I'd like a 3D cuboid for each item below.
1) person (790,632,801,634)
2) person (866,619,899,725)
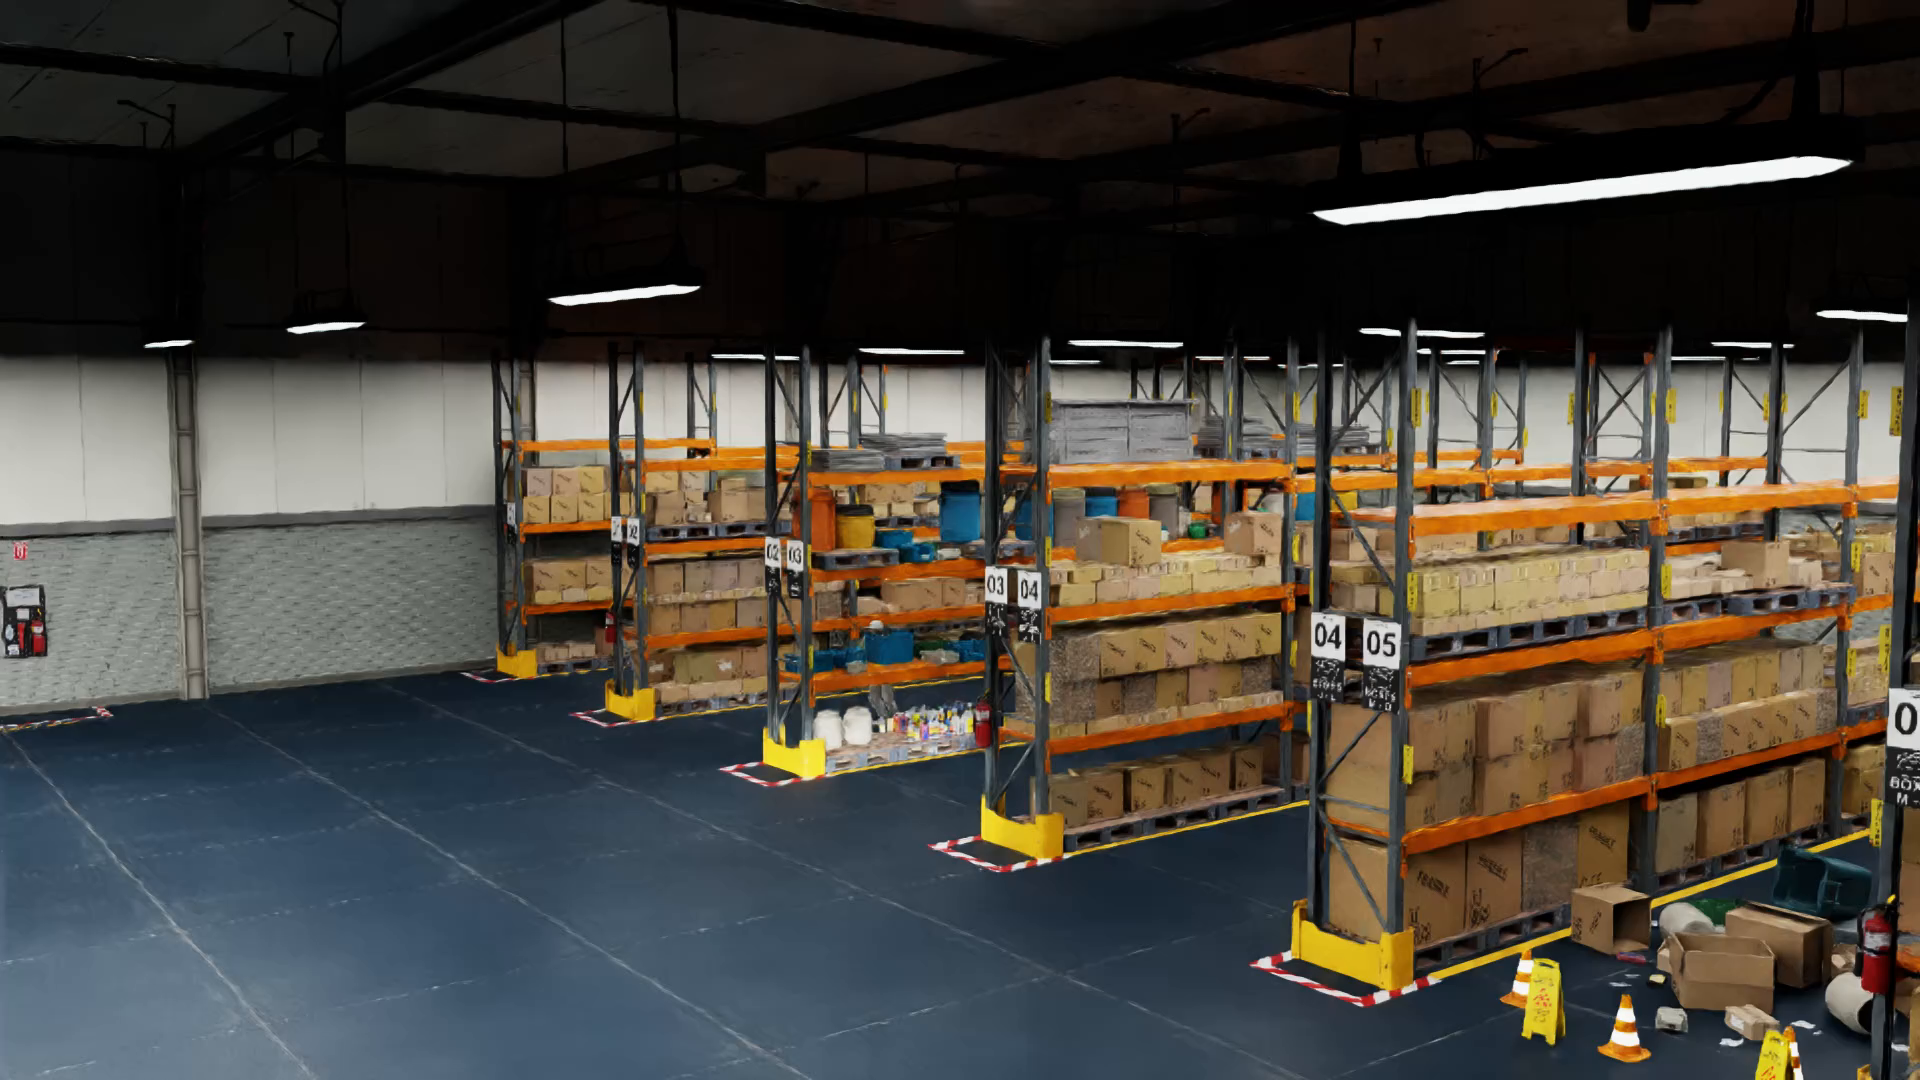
[{"bbox_3d":[-3.134,1.546,31.288,1.187,1.694,0.601,-4,6,-39],"label":"person"},{"bbox_3d":[-1.201,2.067,25.638,0.578,1.714,0.719,-4,6,-38],"label":"person"}]
